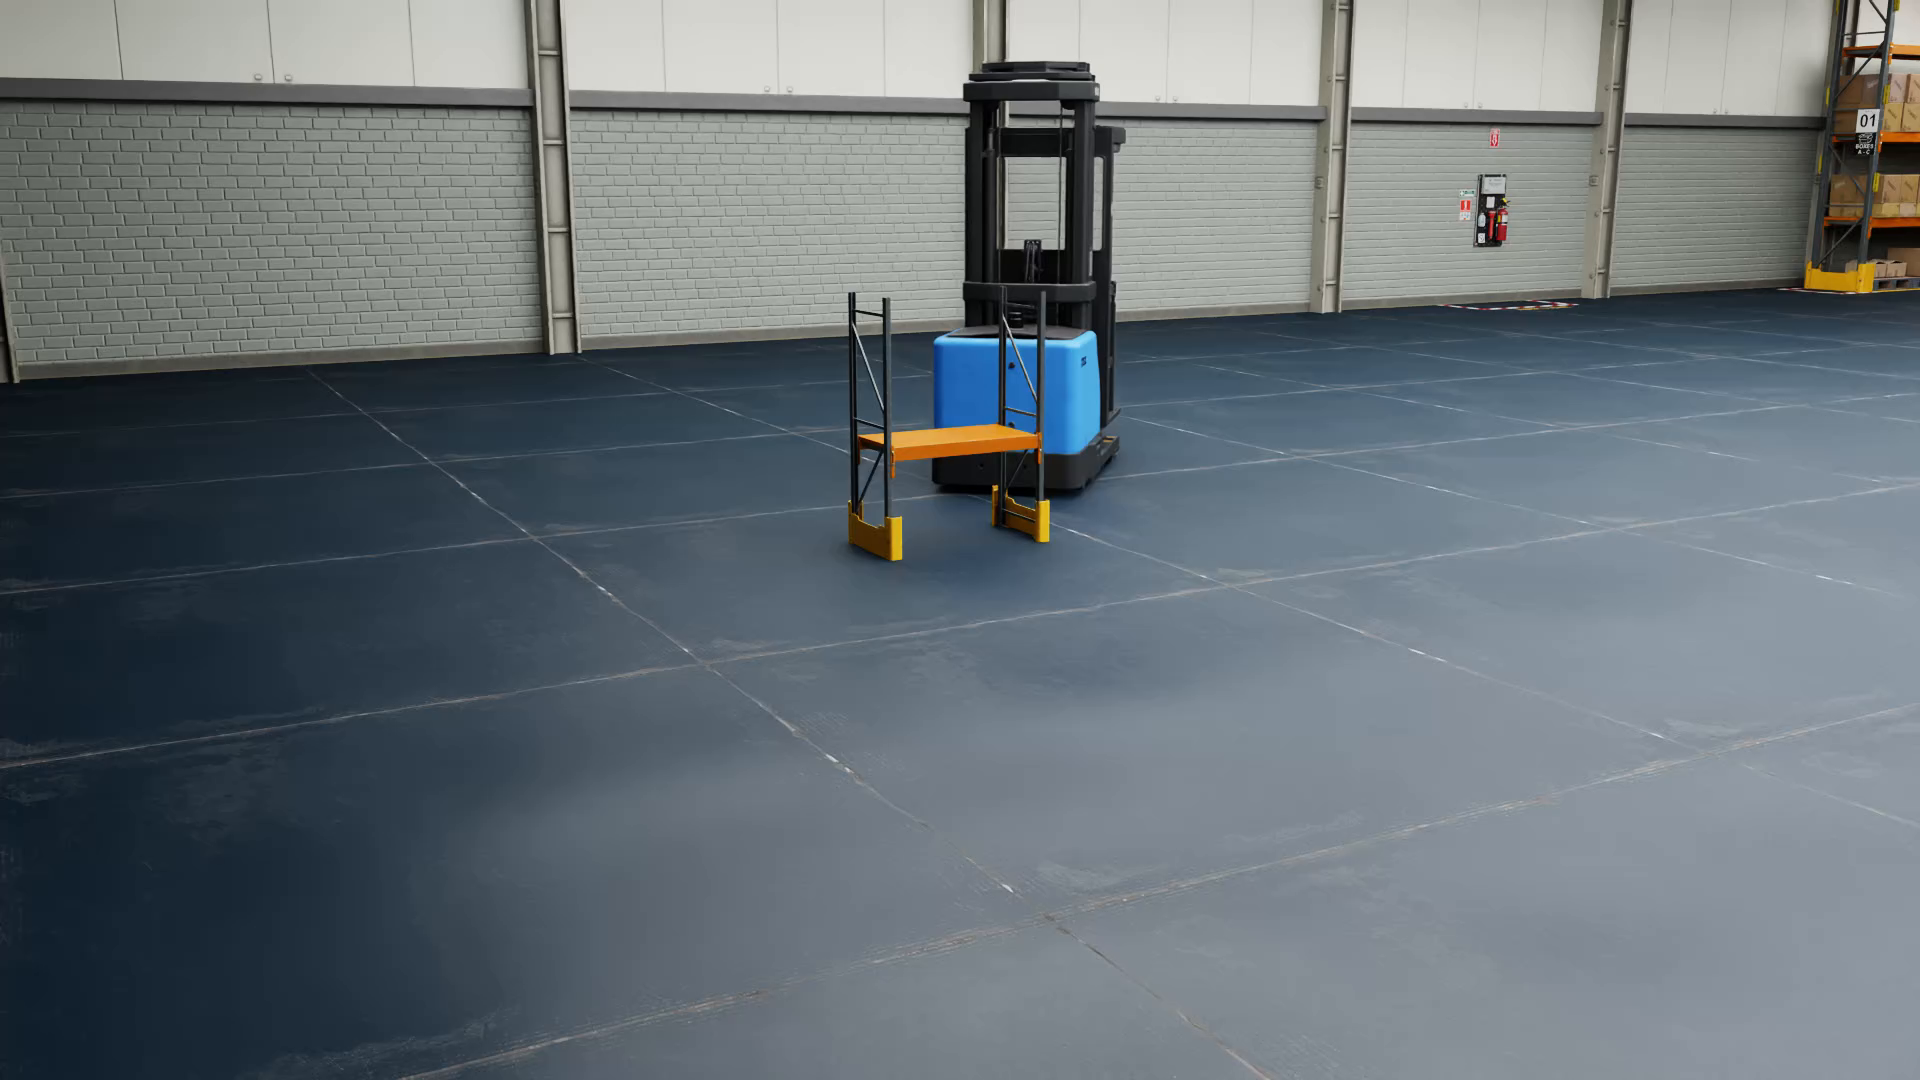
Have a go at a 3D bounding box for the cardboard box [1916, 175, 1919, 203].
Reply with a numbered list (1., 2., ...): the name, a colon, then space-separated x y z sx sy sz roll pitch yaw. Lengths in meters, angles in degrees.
1. cardboard box: 17.474 -6.436 30.464 0.500 0.500 0.500 -7 15 -30

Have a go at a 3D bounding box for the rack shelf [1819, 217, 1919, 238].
1. rack shelf: 17.771 -5.898 31.122 4.000 0.370 1.077 -7 14 -28

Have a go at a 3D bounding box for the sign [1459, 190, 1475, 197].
1. sign: 8.236 -5.631 27.011 0.331 0.109 0.001 -7 14 -28

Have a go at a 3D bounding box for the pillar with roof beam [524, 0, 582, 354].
1. pillar with roof beam: -2.787 -5.851 15.612 0.400 9.000 9.100 -7 14 -28

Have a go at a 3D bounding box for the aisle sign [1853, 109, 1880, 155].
1. aisle sign: 16.096 -7.241 29.532 0.004 0.787 0.394 -7 14 -28

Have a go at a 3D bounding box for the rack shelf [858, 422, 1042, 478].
1. rack shelf: -0.075 -0.547 9.944 1.000 0.185 0.538 -7 14 -28

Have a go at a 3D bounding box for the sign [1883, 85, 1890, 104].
1. sign: 16.276 -7.823 29.218 0.005 0.325 0.100 -7 14 -28

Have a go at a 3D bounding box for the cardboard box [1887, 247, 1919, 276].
1. cardboard box: 17.835 -5.216 31.147 0.500 0.500 0.700 -8 15 -31

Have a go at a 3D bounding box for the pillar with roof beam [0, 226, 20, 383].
1. pillar with roof beam: -8.053 -5.220 12.807 0.400 9.000 9.100 -7 14 -28

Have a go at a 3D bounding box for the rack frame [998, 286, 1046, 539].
1. rack frame: 0.371 -0.776 10.142 0.032 1.500 0.500 -7 14 -28

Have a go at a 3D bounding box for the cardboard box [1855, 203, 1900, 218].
1. cardboard box: 16.596 -5.965 30.078 0.500 0.250 0.500 -7 15 -29

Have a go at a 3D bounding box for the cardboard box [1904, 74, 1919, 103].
1. cardboard box: 16.935 -8.085 29.819 0.500 0.500 0.500 -7 14 -29

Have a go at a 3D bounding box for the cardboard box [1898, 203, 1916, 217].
1. cardboard box: 17.045 -6.022 30.333 0.500 0.250 0.500 -7 15 -30

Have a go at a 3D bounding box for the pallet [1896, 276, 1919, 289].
1. pallet: 17.882 -4.892 31.365 1.213 0.211 1.003 -7 14 -28

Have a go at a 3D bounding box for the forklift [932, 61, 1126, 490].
1. forklift: 0.633 -2.051 12.546 1.130 2.935 3.031 3 13 13

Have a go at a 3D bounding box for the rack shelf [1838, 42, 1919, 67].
1. rack shelf: 17.771 -8.823 30.463 4.000 0.370 1.077 -7 14 -28

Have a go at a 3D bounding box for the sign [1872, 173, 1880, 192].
1. sign: 16.276 -6.356 29.548 0.005 0.325 0.100 -7 14 -28

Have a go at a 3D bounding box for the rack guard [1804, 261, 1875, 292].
1. rack guard: 16.083 -4.827 30.418 0.348 0.500 1.175 -7 14 -28

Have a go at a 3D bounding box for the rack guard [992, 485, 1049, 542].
1. rack guard: 0.370 -0.166 10.279 0.087 0.250 0.587 -7 14 -28

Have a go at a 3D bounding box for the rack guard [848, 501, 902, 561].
1. rack guard: -0.504 -0.062 9.813 0.087 0.250 0.587 -7 14 -28

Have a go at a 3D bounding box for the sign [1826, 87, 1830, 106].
1. sign: 15.768 -8.043 30.166 0.005 0.325 0.100 -7 14 -28

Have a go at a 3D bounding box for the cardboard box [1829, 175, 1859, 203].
1. cardboard box: 16.328 -6.431 30.442 0.500 0.500 0.500 -7 14 -28

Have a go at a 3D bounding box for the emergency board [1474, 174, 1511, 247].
1. emergency board: 8.762 -5.395 27.248 0.643 1.169 0.194 -7 14 -28

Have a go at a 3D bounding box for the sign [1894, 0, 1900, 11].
1. sign: 16.276 -9.355 28.873 0.005 0.325 0.100 -7 14 -28

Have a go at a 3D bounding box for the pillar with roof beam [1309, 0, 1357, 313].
1. pillar with roof beam: 7.746 -7.113 21.221 0.400 9.000 9.100 -7 14 -28

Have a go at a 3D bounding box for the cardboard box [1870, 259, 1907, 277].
1. cardboard box: 17.167 -5.056 30.867 0.500 0.311 0.500 -6 14 -23

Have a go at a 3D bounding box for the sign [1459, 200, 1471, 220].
1. sign: 8.227 -5.374 27.074 0.234 0.329 0.001 -7 14 -28

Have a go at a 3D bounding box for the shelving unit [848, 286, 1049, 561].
1. shelving unit: -0.067 -0.724 9.909 1.083 1.500 0.587 -7 14 -28

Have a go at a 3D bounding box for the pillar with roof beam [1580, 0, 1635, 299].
1. pillar with roof beam: 13.012 -7.744 24.026 0.400 9.000 9.100 -7 14 -28

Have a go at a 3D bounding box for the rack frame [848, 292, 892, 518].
1. rack frame: -0.521 -0.669 9.667 0.032 1.500 0.500 -7 14 -28

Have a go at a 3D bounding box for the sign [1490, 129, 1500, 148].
1. sign: 8.707 -6.544 27.075 0.199 0.298 0.001 -7 14 -28

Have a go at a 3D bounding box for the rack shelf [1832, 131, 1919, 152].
1. rack shelf: 17.771 -7.361 30.792 4.000 0.370 1.077 -7 14 -28

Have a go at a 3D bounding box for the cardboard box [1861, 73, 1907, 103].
1. cardboard box: 16.470 -8.042 29.628 0.500 0.500 0.500 -8 15 -32

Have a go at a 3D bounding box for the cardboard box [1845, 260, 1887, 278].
1. cardboard box: 16.666 -4.996 30.601 0.500 0.311 0.500 -9 15 -34

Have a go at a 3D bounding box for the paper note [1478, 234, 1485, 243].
1. paper note: 8.574 -4.960 27.321 0.142 0.148 0.016 -7 14 -28

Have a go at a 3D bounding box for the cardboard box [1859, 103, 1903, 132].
1. cardboard box: 16.429 -7.547 29.707 0.500 0.500 0.500 -6 14 -26

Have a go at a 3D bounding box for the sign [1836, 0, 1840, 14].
1. sign: 15.768 -9.607 29.814 0.005 0.325 0.100 -7 14 -28

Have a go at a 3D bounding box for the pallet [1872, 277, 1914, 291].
1. pallet: 16.813 -4.764 30.799 1.213 0.211 1.003 -7 14 -28

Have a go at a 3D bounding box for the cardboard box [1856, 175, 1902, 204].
1. cardboard box: 16.579 -6.333 30.005 0.500 0.500 0.500 -7 14 -28

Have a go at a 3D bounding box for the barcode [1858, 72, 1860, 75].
1. barcode: 16.400 -8.502 30.352 0.075 0.075 0.001 -7 14 -28

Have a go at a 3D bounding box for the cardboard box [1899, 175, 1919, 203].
1. cardboard box: 17.018 -6.383 30.228 0.500 0.500 0.500 -7 14 -28

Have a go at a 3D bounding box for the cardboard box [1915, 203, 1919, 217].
1. cardboard box: 17.495 -6.075 30.566 0.500 0.250 0.500 -7 15 -29

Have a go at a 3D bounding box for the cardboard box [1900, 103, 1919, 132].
1. cardboard box: 16.918 -7.597 29.928 0.500 0.500 0.500 -6 14 -24

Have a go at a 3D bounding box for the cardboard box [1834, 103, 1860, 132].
1. cardboard box: 16.261 -7.653 30.177 0.500 0.500 0.500 -6 14 -24

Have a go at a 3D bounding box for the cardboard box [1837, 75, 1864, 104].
1. cardboard box: 16.269 -8.144 30.081 0.500 0.500 0.500 -6 14 -25

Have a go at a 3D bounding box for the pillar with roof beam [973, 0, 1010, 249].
1. pillar with roof beam: 2.479 -6.482 18.416 0.400 9.000 9.100 -7 14 -28

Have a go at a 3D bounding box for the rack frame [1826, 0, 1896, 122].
1. rack frame: 16.016 -8.965 29.449 0.127 3.000 1.000 -7 14 -28

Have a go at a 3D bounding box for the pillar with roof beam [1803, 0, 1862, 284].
1. pillar with roof beam: 18.279 -8.376 26.830 0.400 9.000 9.100 -7 14 -28

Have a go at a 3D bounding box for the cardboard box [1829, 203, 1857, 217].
1. cardboard box: 16.333 -6.061 30.506 0.500 0.250 0.500 -7 14 -27

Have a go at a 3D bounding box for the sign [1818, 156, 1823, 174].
1. sign: 15.768 -6.866 30.430 0.005 0.325 0.100 -7 14 -28

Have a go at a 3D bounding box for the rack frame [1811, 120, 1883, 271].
1. rack frame: 16.016 -6.038 30.108 0.127 3.000 1.000 -7 14 -28
